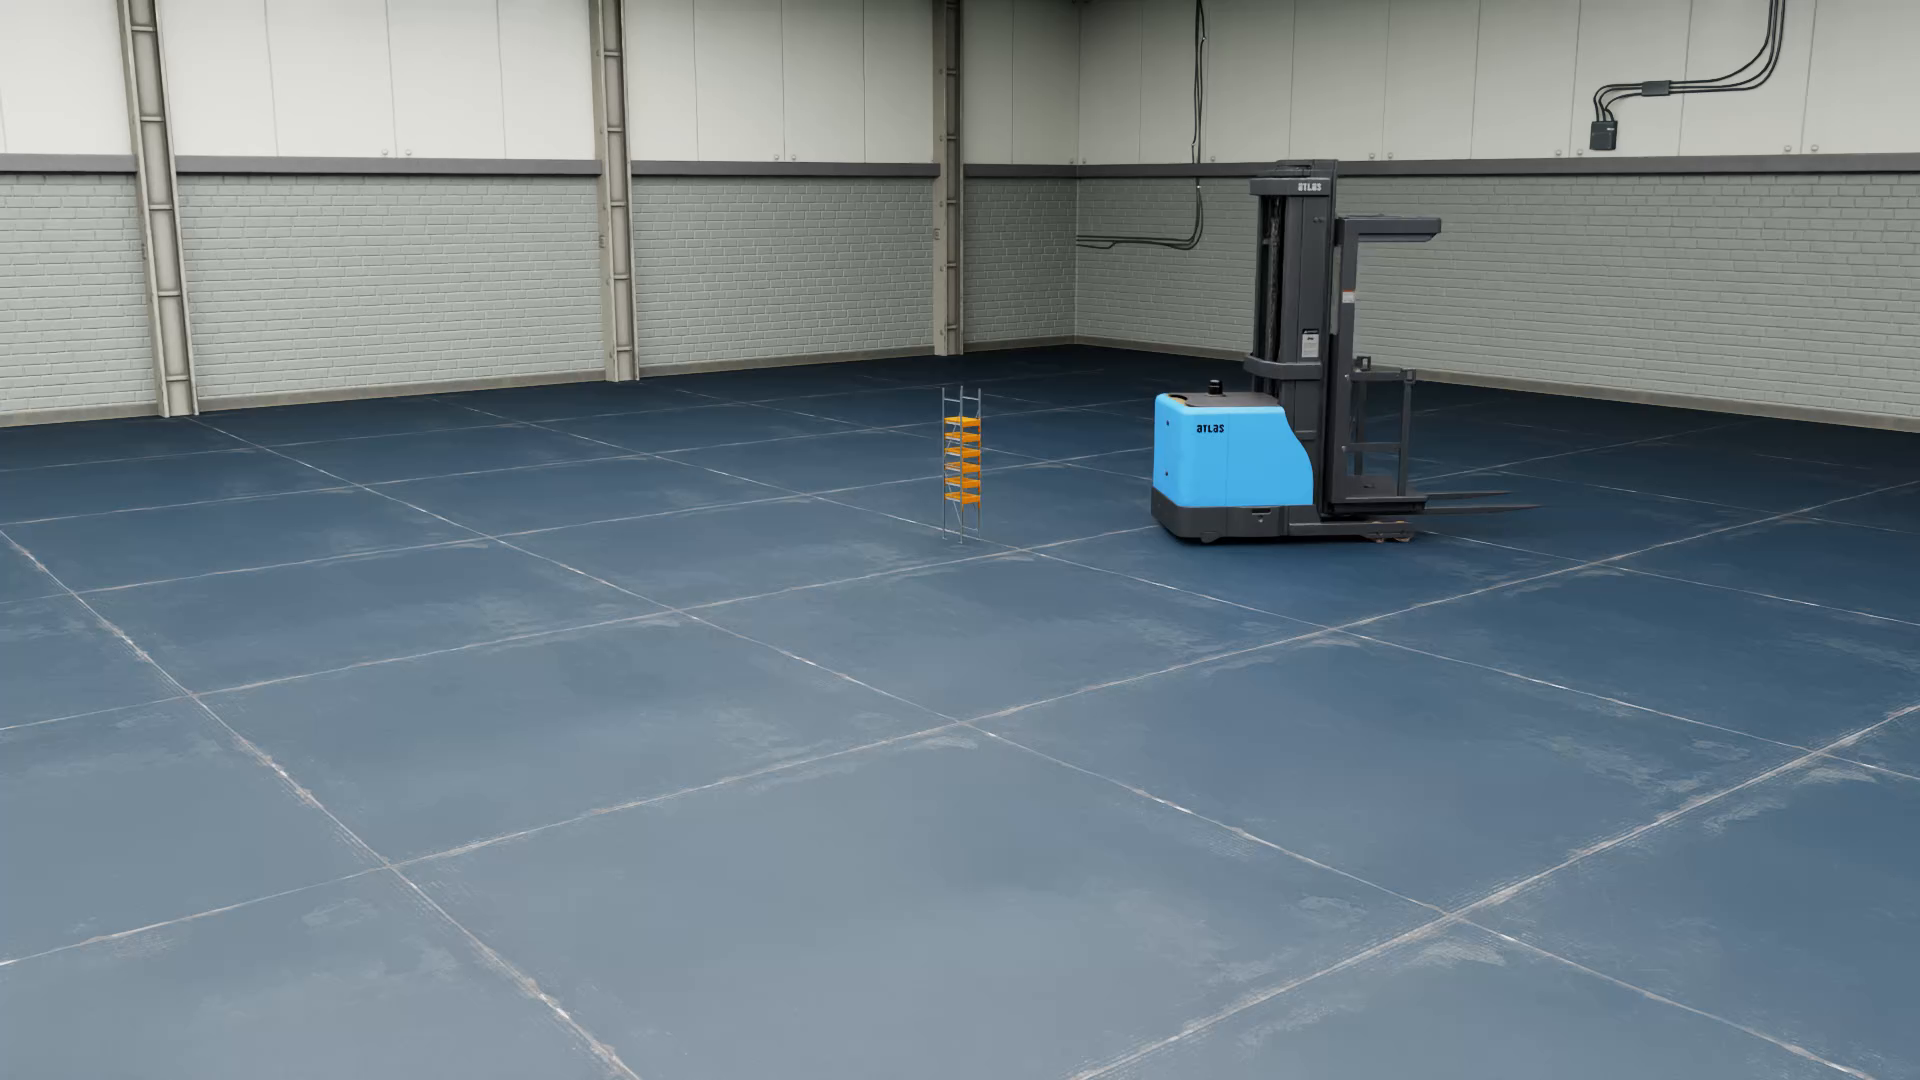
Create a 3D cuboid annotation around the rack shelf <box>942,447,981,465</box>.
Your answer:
[{"bbox_3d":[0.011,-0.663,12.997,0.180,0.103,0.258,-9,15,-38],"label":"rack shelf"}]

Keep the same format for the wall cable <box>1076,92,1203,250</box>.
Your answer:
[{"bbox_3d":[2.933,-6.142,27.866,0.112,2.526,3.097,-9,15,-38],"label":"wall cable"}]

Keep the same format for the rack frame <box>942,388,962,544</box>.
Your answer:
[{"bbox_3d":[-0.060,-0.577,12.957,0.006,1.200,0.240,-9,15,-38],"label":"rack frame"}]

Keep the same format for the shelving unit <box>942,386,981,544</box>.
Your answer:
[{"bbox_3d":[0.011,-0.589,13.013,0.189,1.200,0.258,-9,15,-38],"label":"shelving unit"}]

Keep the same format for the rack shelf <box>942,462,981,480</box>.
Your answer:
[{"bbox_3d":[0.011,-0.545,13.022,0.180,0.103,0.258,-9,15,-38],"label":"rack shelf"}]

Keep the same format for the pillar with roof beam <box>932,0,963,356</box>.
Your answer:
[{"bbox_3d":[2.496,-6.795,23.465,0.400,9.000,9.100,-9,15,-38],"label":"pillar with roof beam"}]

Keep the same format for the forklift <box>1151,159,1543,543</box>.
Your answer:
[{"bbox_3d":[3.136,-1.521,13.237,3.031,2.935,1.130,-1,12,-6],"label":"forklift"}]

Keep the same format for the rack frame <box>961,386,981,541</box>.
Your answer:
[{"bbox_3d":[0.083,-0.601,13.069,0.006,1.200,0.240,-9,15,-38],"label":"rack frame"}]

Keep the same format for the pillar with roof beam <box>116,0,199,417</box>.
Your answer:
[{"bbox_3d":[-6.874,-5.238,16.132,0.400,9.000,9.100,-9,15,-38],"label":"pillar with roof beam"}]

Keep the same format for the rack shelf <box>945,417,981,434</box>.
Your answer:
[{"bbox_3d":[0.011,-0.897,12.947,0.180,0.103,0.258,-9,15,-38],"label":"rack shelf"}]

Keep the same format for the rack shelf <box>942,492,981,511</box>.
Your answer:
[{"bbox_3d":[0.011,-0.311,13.072,0.180,0.103,0.258,-9,15,-38],"label":"rack shelf"}]

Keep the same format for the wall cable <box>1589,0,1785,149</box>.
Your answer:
[{"bbox_3d":[8.852,-7.783,19.929,0.169,6.003,2.305,-9,15,-38],"label":"wall cable"}]

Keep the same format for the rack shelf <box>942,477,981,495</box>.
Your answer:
[{"bbox_3d":[0.011,-0.428,13.047,0.180,0.103,0.258,-9,15,-38],"label":"rack shelf"}]

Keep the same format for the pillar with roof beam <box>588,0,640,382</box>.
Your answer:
[{"bbox_3d":[-2.189,-6.017,19.799,0.400,9.000,9.100,-9,15,-38],"label":"pillar with roof beam"}]

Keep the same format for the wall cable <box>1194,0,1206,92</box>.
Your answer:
[{"bbox_3d":[4.623,-8.174,25.275,0.112,2.526,3.097,-9,15,-38],"label":"wall cable"}]

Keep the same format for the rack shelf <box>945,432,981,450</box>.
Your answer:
[{"bbox_3d":[0.011,-0.780,12.972,0.180,0.103,0.258,-9,15,-38],"label":"rack shelf"}]
